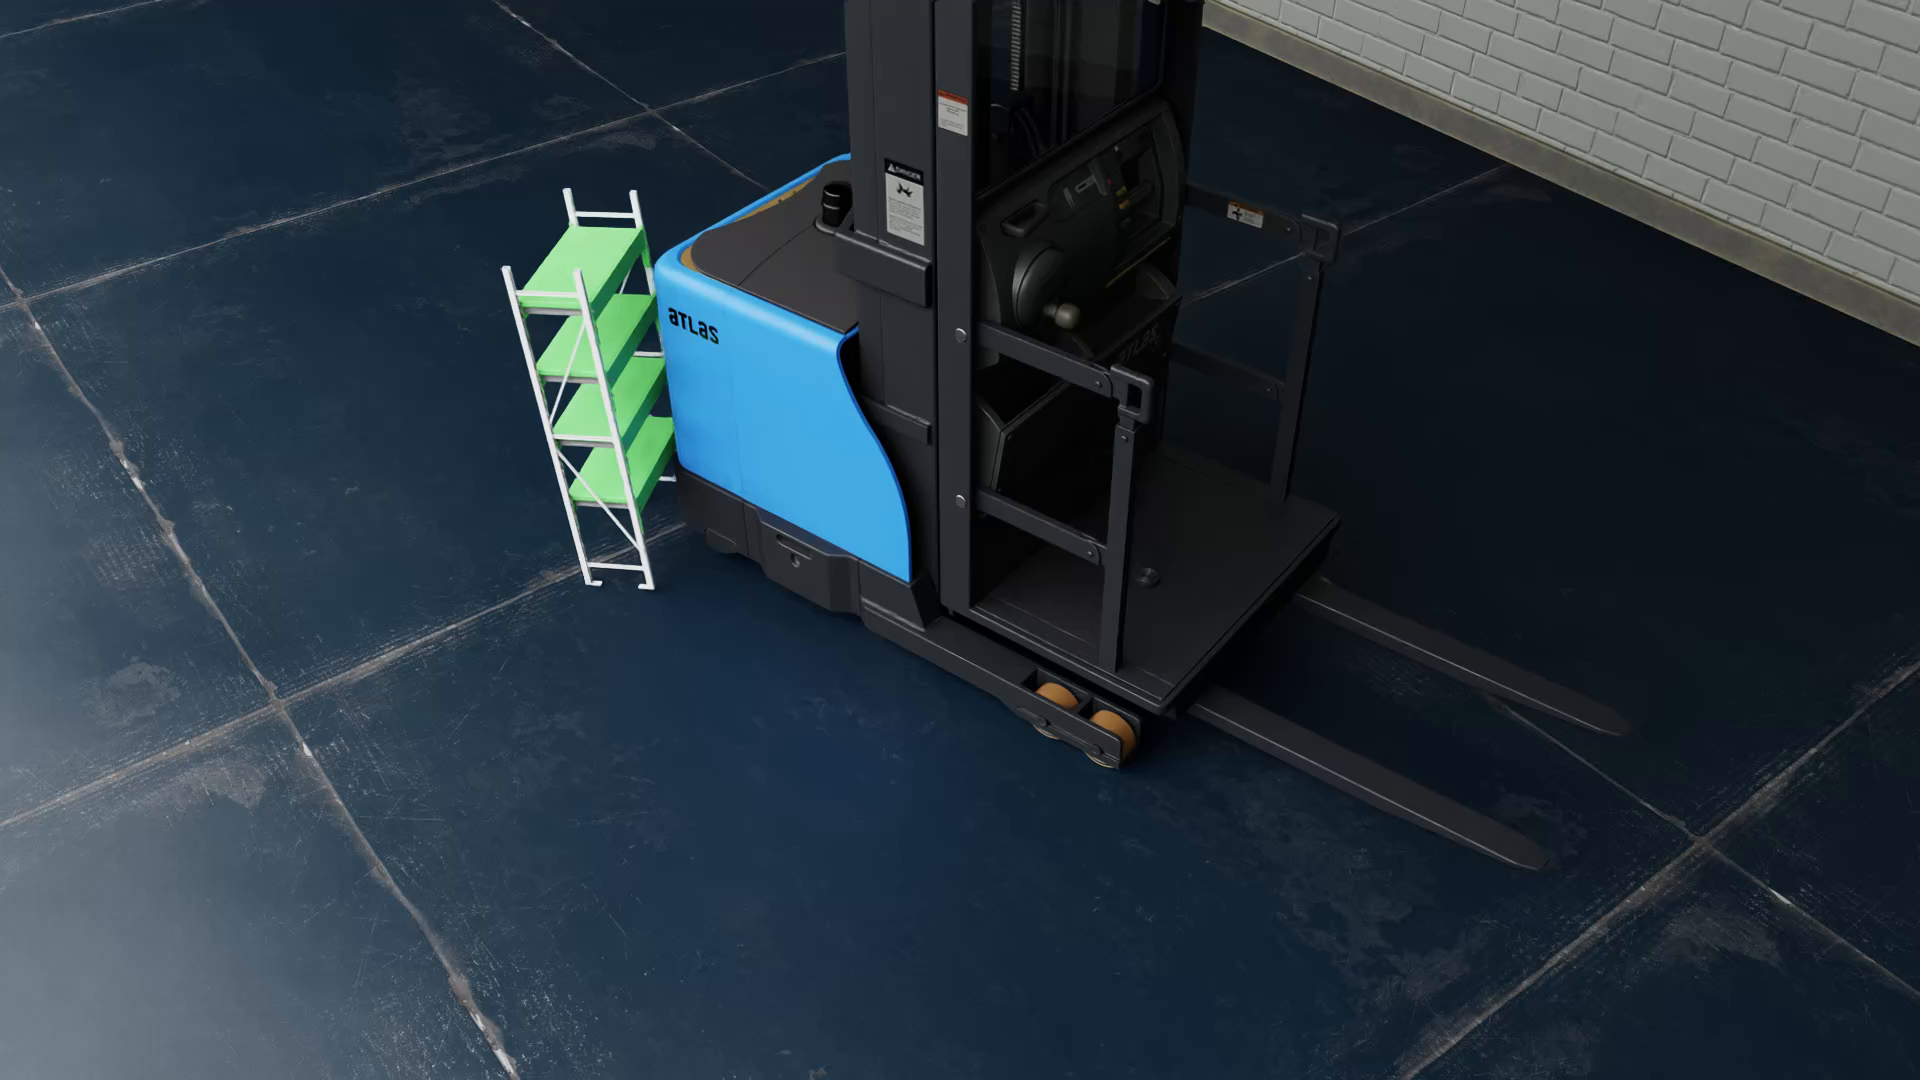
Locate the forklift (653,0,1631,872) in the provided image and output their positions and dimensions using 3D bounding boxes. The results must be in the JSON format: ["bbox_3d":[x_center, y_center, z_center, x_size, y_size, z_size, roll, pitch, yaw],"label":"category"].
[{"bbox_3d":[0.515,-0.845,4.469,3.031,2.935,1.130,26,46,28],"label":"forklift"}]

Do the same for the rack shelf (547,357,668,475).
[{"bbox_3d":[-1.123,-0.418,5.401,0.258,0.148,0.480,4,39,10],"label":"rack shelf"}]

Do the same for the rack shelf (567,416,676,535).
[{"bbox_3d":[-1.107,-0.231,5.551,0.258,0.148,0.480,4,39,10],"label":"rack shelf"}]

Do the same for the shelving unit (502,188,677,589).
[{"bbox_3d":[-1.127,-0.468,5.361,0.258,1.200,0.503,4,39,10],"label":"shelving unit"}]

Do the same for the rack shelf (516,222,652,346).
[{"bbox_3d":[-1.153,-0.792,5.102,0.258,0.148,0.480,4,39,10],"label":"rack shelf"}]

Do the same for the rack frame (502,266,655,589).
[{"bbox_3d":[-1.171,-0.316,5.176,0.240,1.200,0.015,4,39,10],"label":"rack frame"}]

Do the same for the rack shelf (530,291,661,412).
[{"bbox_3d":[-1.138,-0.605,5.252,0.258,0.148,0.480,4,39,10],"label":"rack shelf"}]

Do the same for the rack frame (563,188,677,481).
[{"bbox_3d":[-1.082,-0.620,5.547,0.240,1.200,0.015,4,39,10],"label":"rack frame"}]
